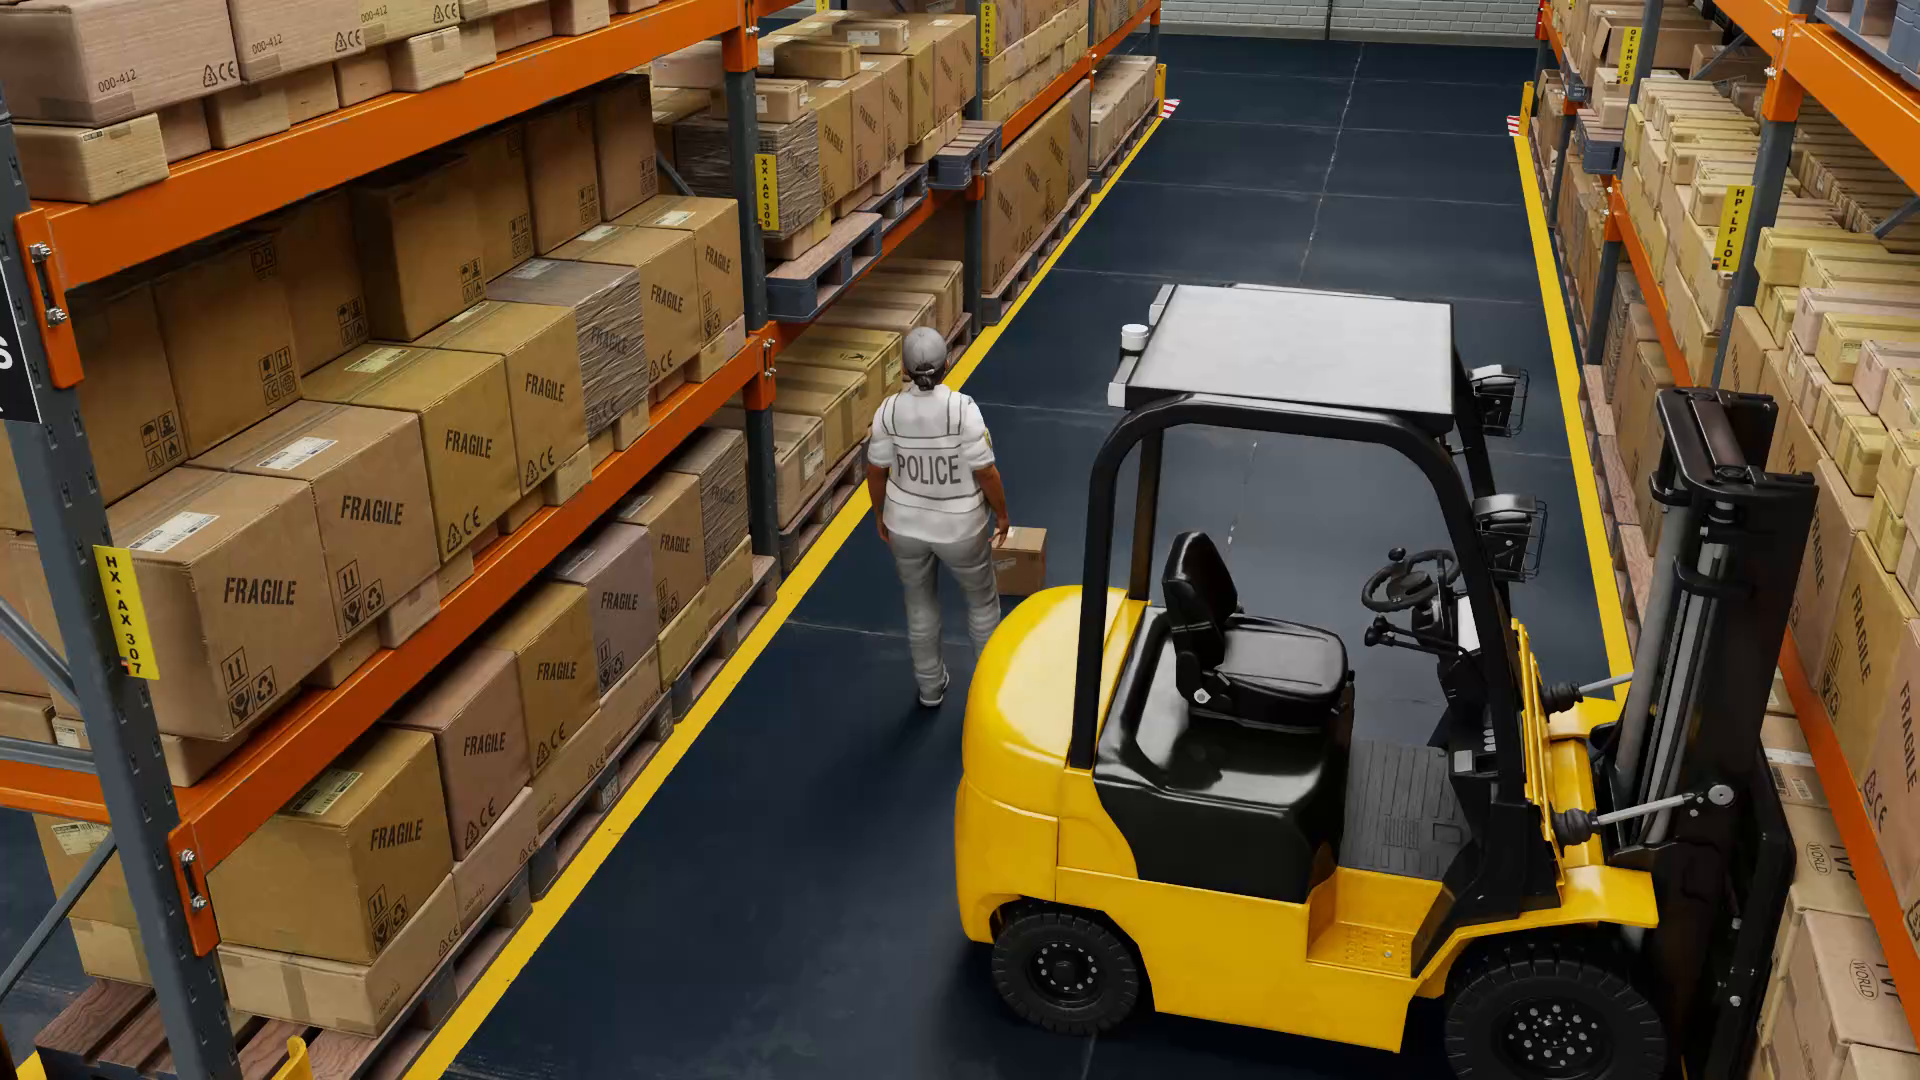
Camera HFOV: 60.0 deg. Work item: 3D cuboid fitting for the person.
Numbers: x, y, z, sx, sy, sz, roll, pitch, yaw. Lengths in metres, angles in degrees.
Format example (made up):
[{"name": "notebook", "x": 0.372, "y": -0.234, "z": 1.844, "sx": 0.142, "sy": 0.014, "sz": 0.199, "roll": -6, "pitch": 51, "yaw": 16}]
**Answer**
[{"name": "person", "x": -0.054, "y": -0.094, "z": 6.780, "sx": 0.599, "sy": 1.670, "sz": 0.529, "roll": 6, "pitch": 26, "yaw": 12}]
